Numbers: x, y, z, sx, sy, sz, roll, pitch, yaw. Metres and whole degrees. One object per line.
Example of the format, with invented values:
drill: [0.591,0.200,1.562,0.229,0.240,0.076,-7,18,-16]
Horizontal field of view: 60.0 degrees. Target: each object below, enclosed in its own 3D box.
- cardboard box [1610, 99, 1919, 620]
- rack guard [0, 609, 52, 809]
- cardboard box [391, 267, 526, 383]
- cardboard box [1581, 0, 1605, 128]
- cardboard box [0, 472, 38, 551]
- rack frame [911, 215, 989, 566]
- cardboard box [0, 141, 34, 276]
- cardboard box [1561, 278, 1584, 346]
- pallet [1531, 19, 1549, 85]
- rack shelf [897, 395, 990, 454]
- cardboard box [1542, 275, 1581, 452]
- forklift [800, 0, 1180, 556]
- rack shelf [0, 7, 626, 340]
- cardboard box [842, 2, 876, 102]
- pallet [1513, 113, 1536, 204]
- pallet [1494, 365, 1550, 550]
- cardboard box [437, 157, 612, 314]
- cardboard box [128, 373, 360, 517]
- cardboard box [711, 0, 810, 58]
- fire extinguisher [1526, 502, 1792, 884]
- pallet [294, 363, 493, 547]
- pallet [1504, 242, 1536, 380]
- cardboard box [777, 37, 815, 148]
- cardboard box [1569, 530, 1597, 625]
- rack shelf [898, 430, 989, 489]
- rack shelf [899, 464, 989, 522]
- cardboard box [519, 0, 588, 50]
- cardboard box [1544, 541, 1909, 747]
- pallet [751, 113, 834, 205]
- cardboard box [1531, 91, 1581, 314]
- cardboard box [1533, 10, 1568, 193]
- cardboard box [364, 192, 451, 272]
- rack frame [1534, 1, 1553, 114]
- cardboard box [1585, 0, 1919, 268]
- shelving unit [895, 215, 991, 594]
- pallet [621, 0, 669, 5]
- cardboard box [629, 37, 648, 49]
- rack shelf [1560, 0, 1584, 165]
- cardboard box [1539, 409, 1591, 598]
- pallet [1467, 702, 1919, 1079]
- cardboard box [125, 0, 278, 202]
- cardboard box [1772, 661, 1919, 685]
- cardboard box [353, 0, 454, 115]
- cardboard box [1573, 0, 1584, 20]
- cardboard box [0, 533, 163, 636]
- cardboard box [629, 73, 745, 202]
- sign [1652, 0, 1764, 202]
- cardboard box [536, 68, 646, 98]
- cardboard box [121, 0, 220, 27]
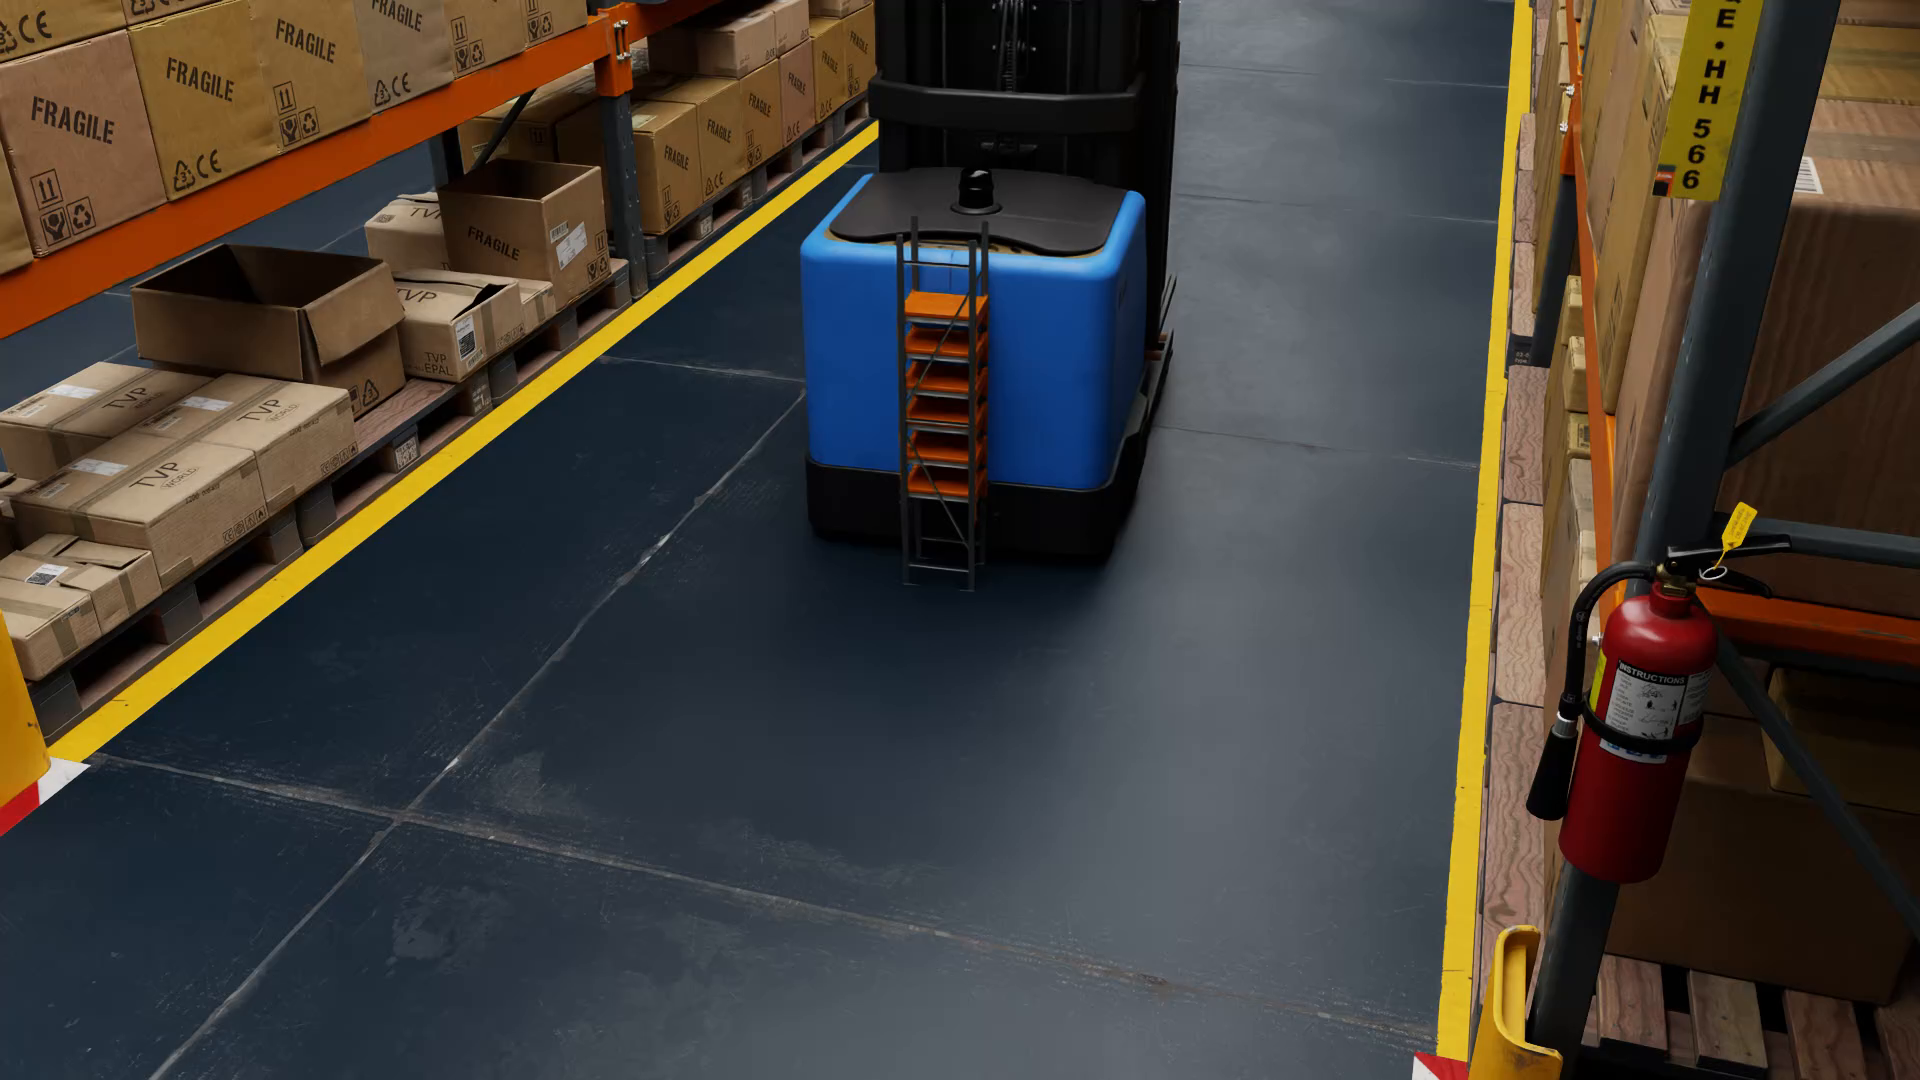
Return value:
cardboard box: [1.739,-0.327,2.944,0.980,0.700,0.700,10,31,17]
rack guard: [-3.116,0.394,4.527,1.175,0.500,0.348,8,30,15]
cardboard box: [-2.080,-0.885,6.569,0.500,0.311,0.500,8,30,15]
cardboard box: [2.598,-1.698,5.408,0.980,0.700,0.700,9,30,16]
cardboard box: [-3.009,-0.080,5.270,0.380,0.166,0.250,8,30,15]
rack frame: [-0.031,-0.450,5.324,0.240,1.200,0.006,6,30,11]
cardboard box: [-2.756,-0.875,4.135,0.500,0.500,0.500,9,30,16]
cardboard box: [2.180,-0.725,5.440,0.380,0.149,0.250,10,30,17]
pallet: [4.538,-3.385,11.618,1.003,0.211,1.213,8,30,15]
rack shelf: [-0.051,-0.367,5.267,0.258,0.103,0.180,6,30,11]
cardboard box: [2.455,-0.575,5.837,0.700,0.500,0.500,9,30,16]
forklift: [0.288,-1.929,6.203,1.130,2.935,3.031,6,30,11]
rack shelf: [-2.551,-1.278,5.702,1.077,0.370,4.000,8,30,15]
cardboard box: [-0.840,-3.012,10.198,0.500,0.500,0.500,10,31,17]
pallet: [3.643,-2.101,9.310,1.003,0.211,1.213,8,30,15]
pallet: [2.475,-0.256,5.993,1.003,0.211,1.213,8,30,15]
cardboard box: [-1.860,-1.316,7.150,0.500,0.500,0.500,8,30,15]
cardboard box: [-2.414,-0.330,5.634,0.500,0.250,0.500,8,30,15]
cardboard box: [-1.149,-2.837,9.112,0.500,0.250,0.500,8,30,14]
fire extinguisher: [1.113,0.243,2.690,0.296,0.674,0.183,8,30,15]
pallet: [-2.523,-0.415,6.280,1.003,0.211,1.213,8,30,15]
pallet: [2.927,-0.967,7.272,1.003,0.211,1.213,8,30,15]
cardboard box: [-1.140,-2.527,9.326,0.500,0.500,0.500,7,30,13]
cardboard box: [1.646,0.123,3.915,0.380,0.149,0.250,9,30,16]
rack shelf: [-0.051,-0.262,5.326,0.258,0.103,0.180,6,30,11]
rack shelf: [-0.051,-0.158,5.384,0.258,0.103,0.180,6,30,11]
cardboard box: [-1.865,-2.297,6.690,0.500,0.500,0.500,9,30,16]
cardboard box: [1.855,0.379,4.123,0.700,0.500,0.500,8,30,15]
pallet: [-1.405,-2.255,9.587,1.003,0.211,1.213,8,30,15]
cardboard box: [2.839,-1.381,6.927,0.750,0.750,0.750,9,30,15]
cardboard box: [3.342,-2.190,8.381,0.750,0.750,0.750,8,30,15]
cardboard box: [-2.294,-1.375,7.449,0.500,0.311,0.500,8,30,15]
rack frame: [3.947,-3.676,9.272,1.000,3.000,0.127,8,30,15]
cardboard box: [2.174,-1.020,4.189,0.980,0.700,0.700,7,30,12]
shelving unit: [-0.051,-0.406,5.246,0.258,1.200,0.189,6,30,11]
pallet: [-1.625,-2.794,7.884,1.003,0.211,1.213,8,30,15]
cardboard box: [-1.645,-2.590,9.439,0.500,0.500,0.500,7,30,13]
rack shelf: [3.360,-2.432,7.776,1.077,0.370,4.000,8,30,15]
cardboard box: [2.152,-0.104,4.990,0.700,0.500,0.500,9,30,16]
pallet: [1.759,0.878,3.954,1.003,0.211,1.213,8,30,15]
cardboard box: [-2.459,-1.349,4.986,0.500,0.500,0.500,8,30,15]
cardboard box: [2.011,0.179,3.814,0.380,0.149,0.250,9,30,15]
cardboard box: [-2.164,-1.818,5.829,0.500,0.500,0.500,9,30,16]
cardboard box: [2.793,-2.279,6.999,0.380,0.149,0.250,9,30,15]
cardboard box: [-2.613,0.121,4.908,0.380,0.166,0.250,8,30,15]
cardboard box: [-1.443,-2.061,8.488,0.500,0.500,0.500,9,30,16]
sign: [1.084,-0.651,2.400,0.100,0.325,0.005,8,30,15]
cardboard box: [-1.940,-2.120,8.595,0.500,0.500,0.500,9,30,15]
cardboard box: [-2.458,-1.788,4.747,0.500,0.500,0.500,9,30,16]
